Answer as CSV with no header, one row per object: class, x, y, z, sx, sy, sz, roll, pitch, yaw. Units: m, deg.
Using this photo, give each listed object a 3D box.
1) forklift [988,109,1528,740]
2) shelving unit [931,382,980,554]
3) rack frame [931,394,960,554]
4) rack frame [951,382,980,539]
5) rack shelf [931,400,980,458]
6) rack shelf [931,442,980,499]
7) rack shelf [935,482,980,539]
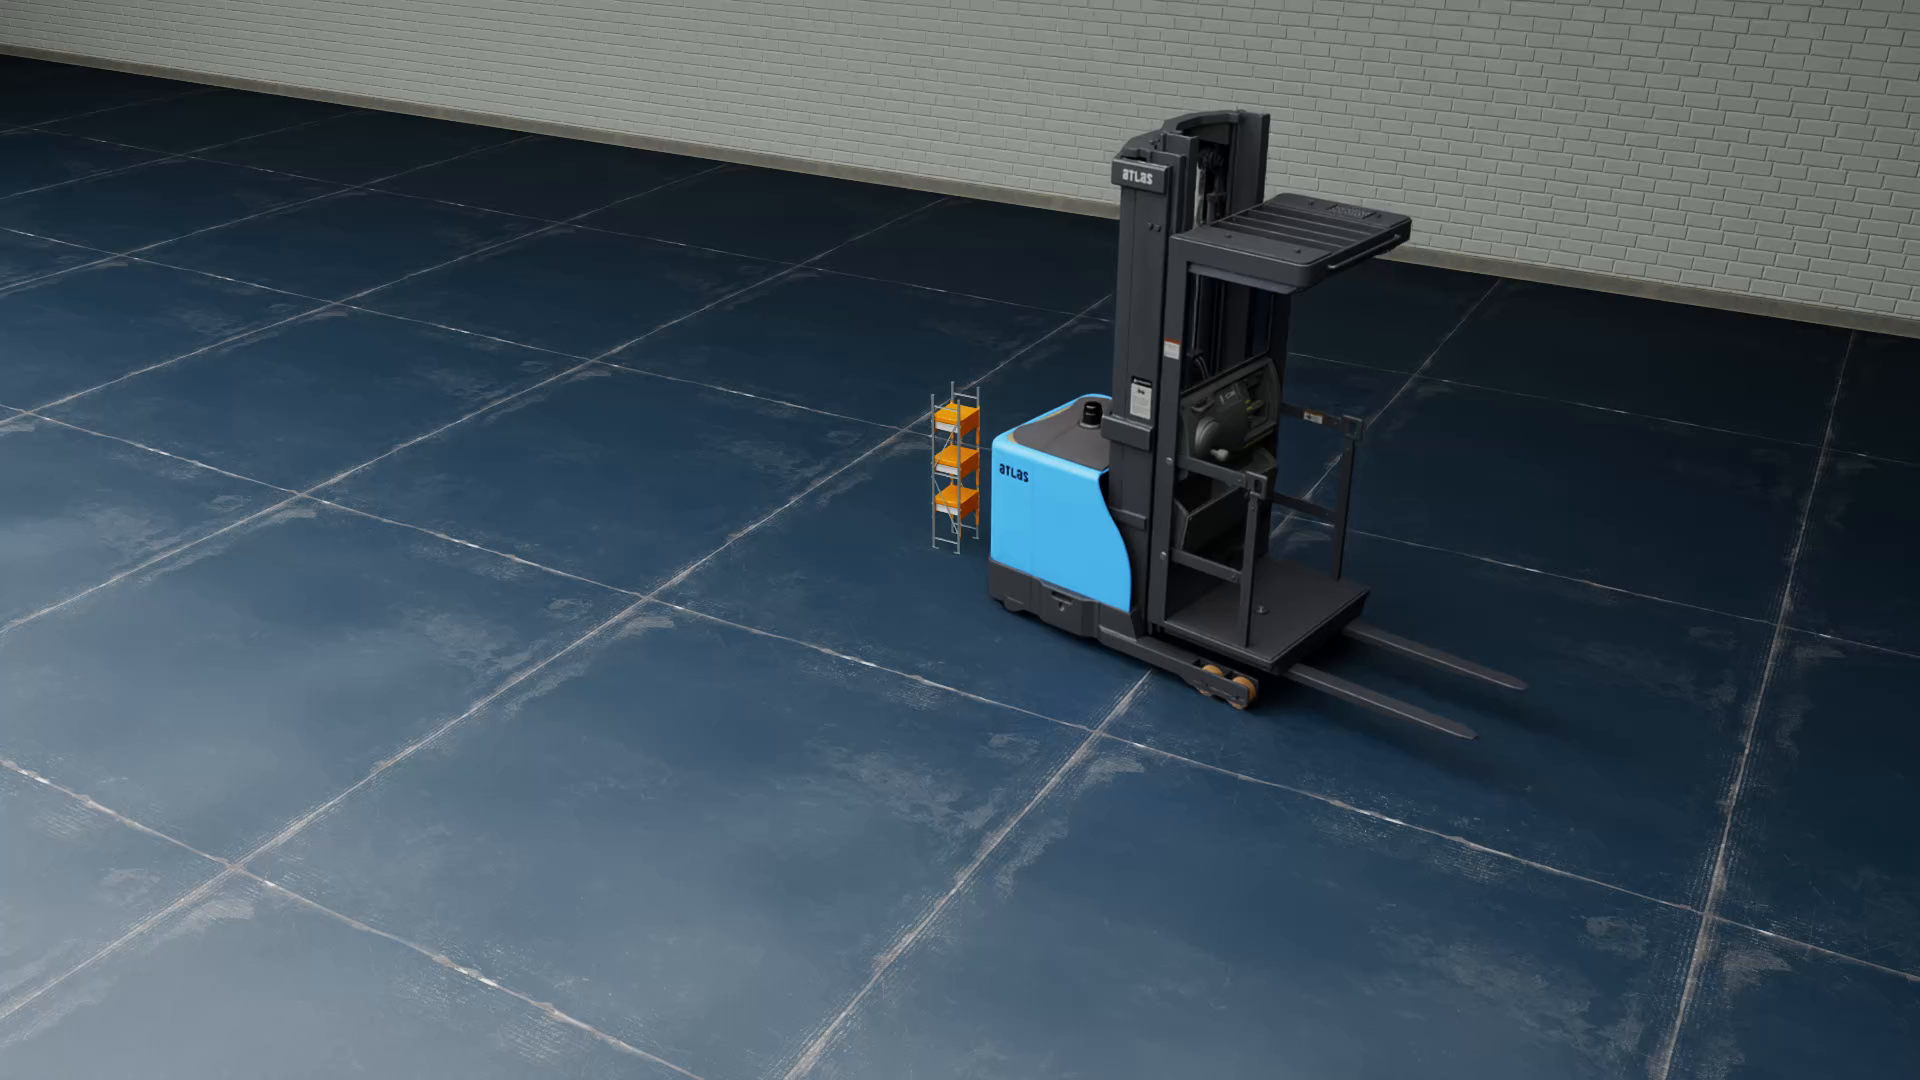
forklift,1.616,-0.672,8.818,3.031,2.935,1.130,21,33,35
shelving unit,-0.026,-0.449,10.473,0.215,1.050,0.252,14,30,26
rack frame,-0.086,-0.401,10.378,0.200,1.050,0.008,14,30,26
rack frame,0.034,-0.496,10.568,0.200,1.050,0.008,14,30,26
rack shelf,-0.026,-0.693,10.351,0.215,0.259,0.240,14,30,26
rack shelf,-0.026,-0.439,10.478,0.215,0.259,0.240,14,30,26
rack shelf,-0.026,-0.191,10.602,0.215,0.259,0.240,14,30,26
